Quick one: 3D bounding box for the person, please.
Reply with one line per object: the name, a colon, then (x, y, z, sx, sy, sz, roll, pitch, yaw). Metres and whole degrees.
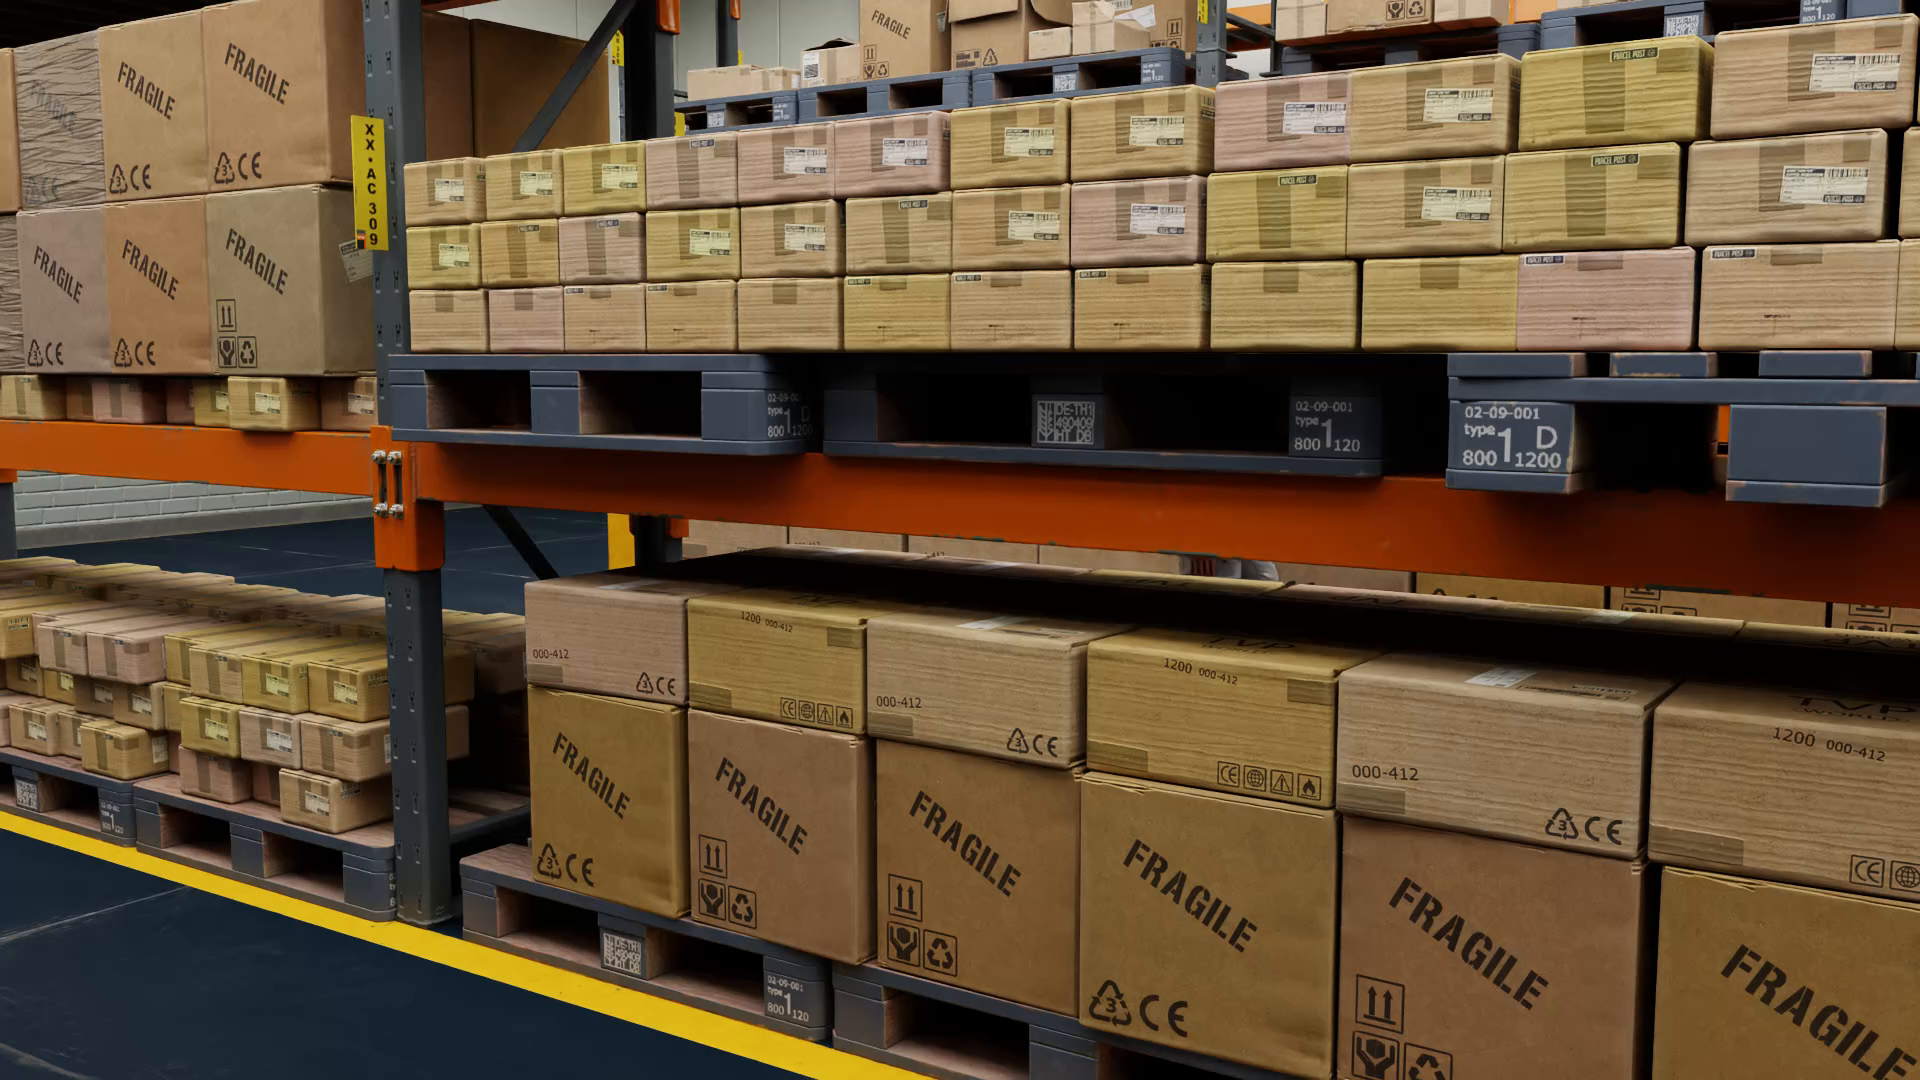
person: (0.976, -0.014, 5.864, 0.502, 1.814, 0.615, 3, 7, 26)
